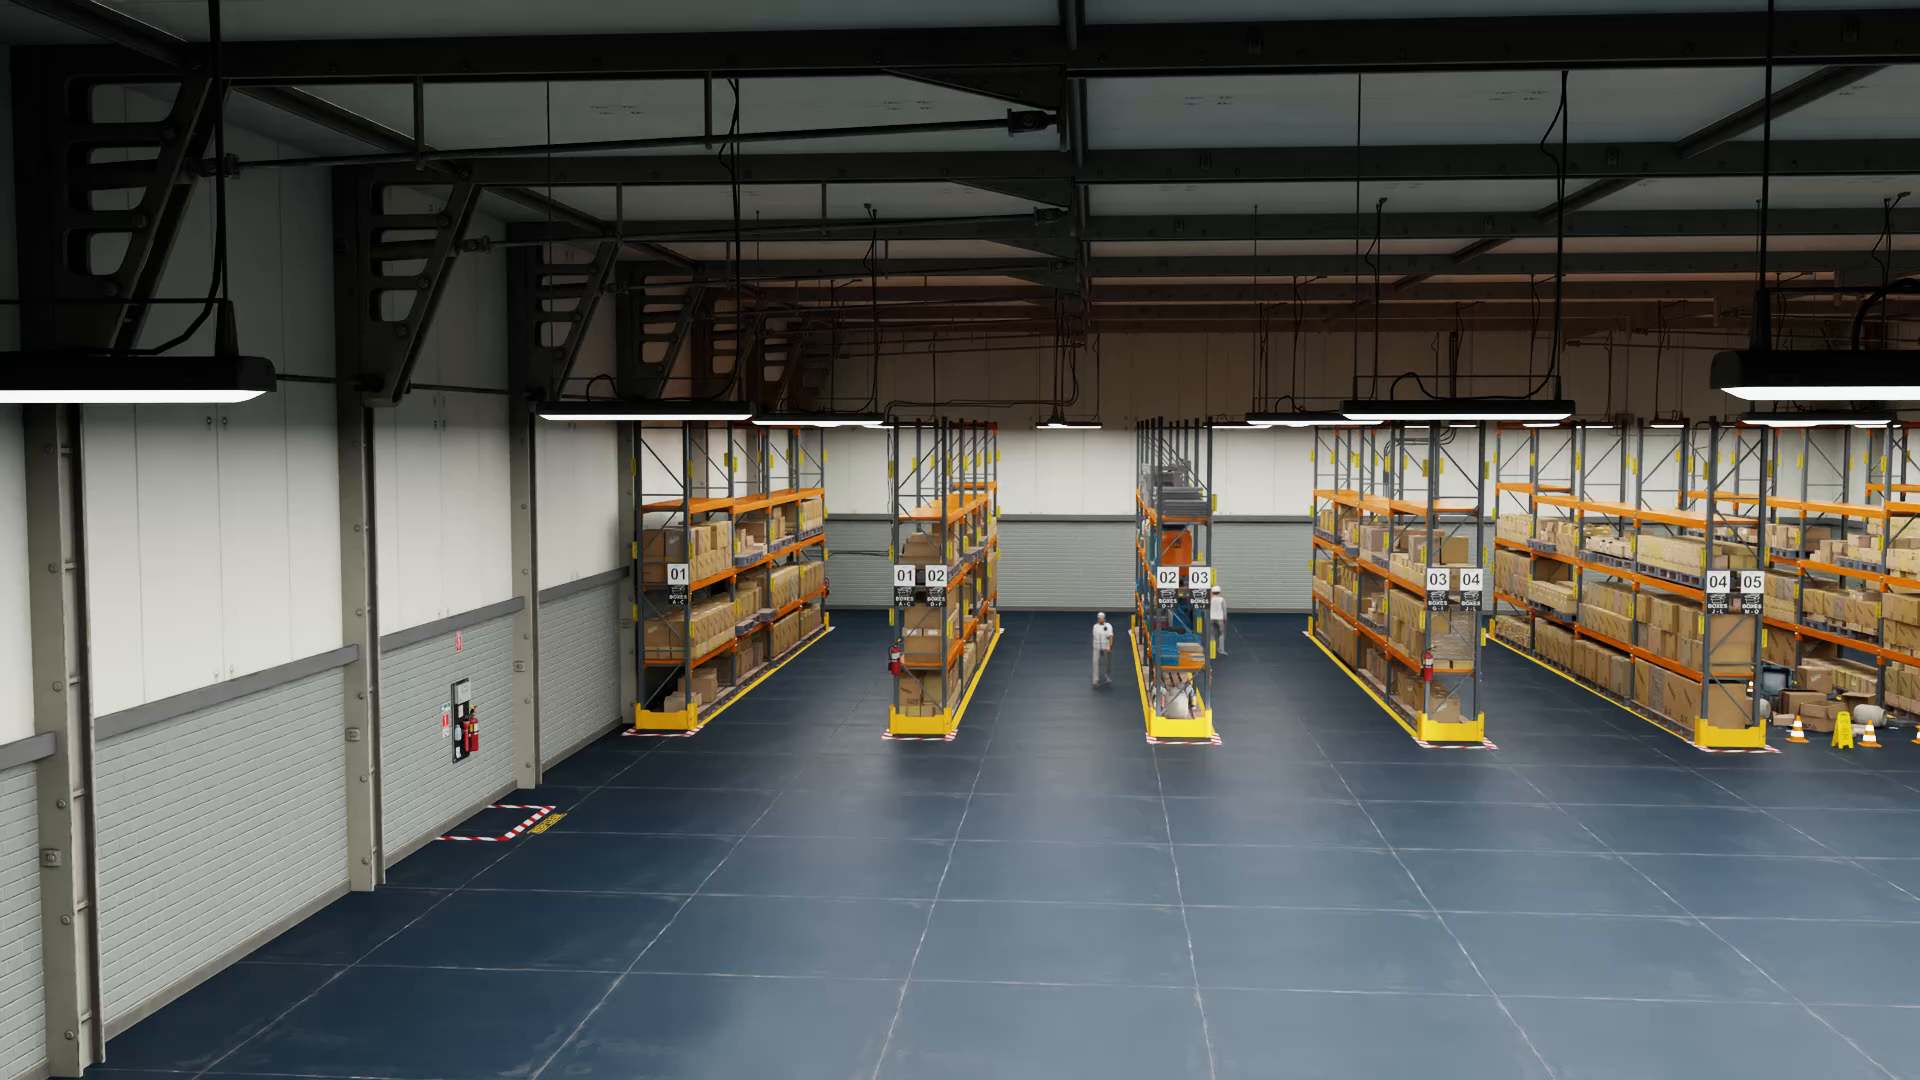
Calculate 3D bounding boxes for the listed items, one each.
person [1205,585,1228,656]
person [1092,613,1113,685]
[{"bbox_3d":[6.581,2.067,42.606,0.614,1.805,0.439,1,4,19],"label":"person"},{"bbox_3d":[3.207,2.447,37.517,0.501,1.607,0.949,1,4,18],"label":"person"}]
